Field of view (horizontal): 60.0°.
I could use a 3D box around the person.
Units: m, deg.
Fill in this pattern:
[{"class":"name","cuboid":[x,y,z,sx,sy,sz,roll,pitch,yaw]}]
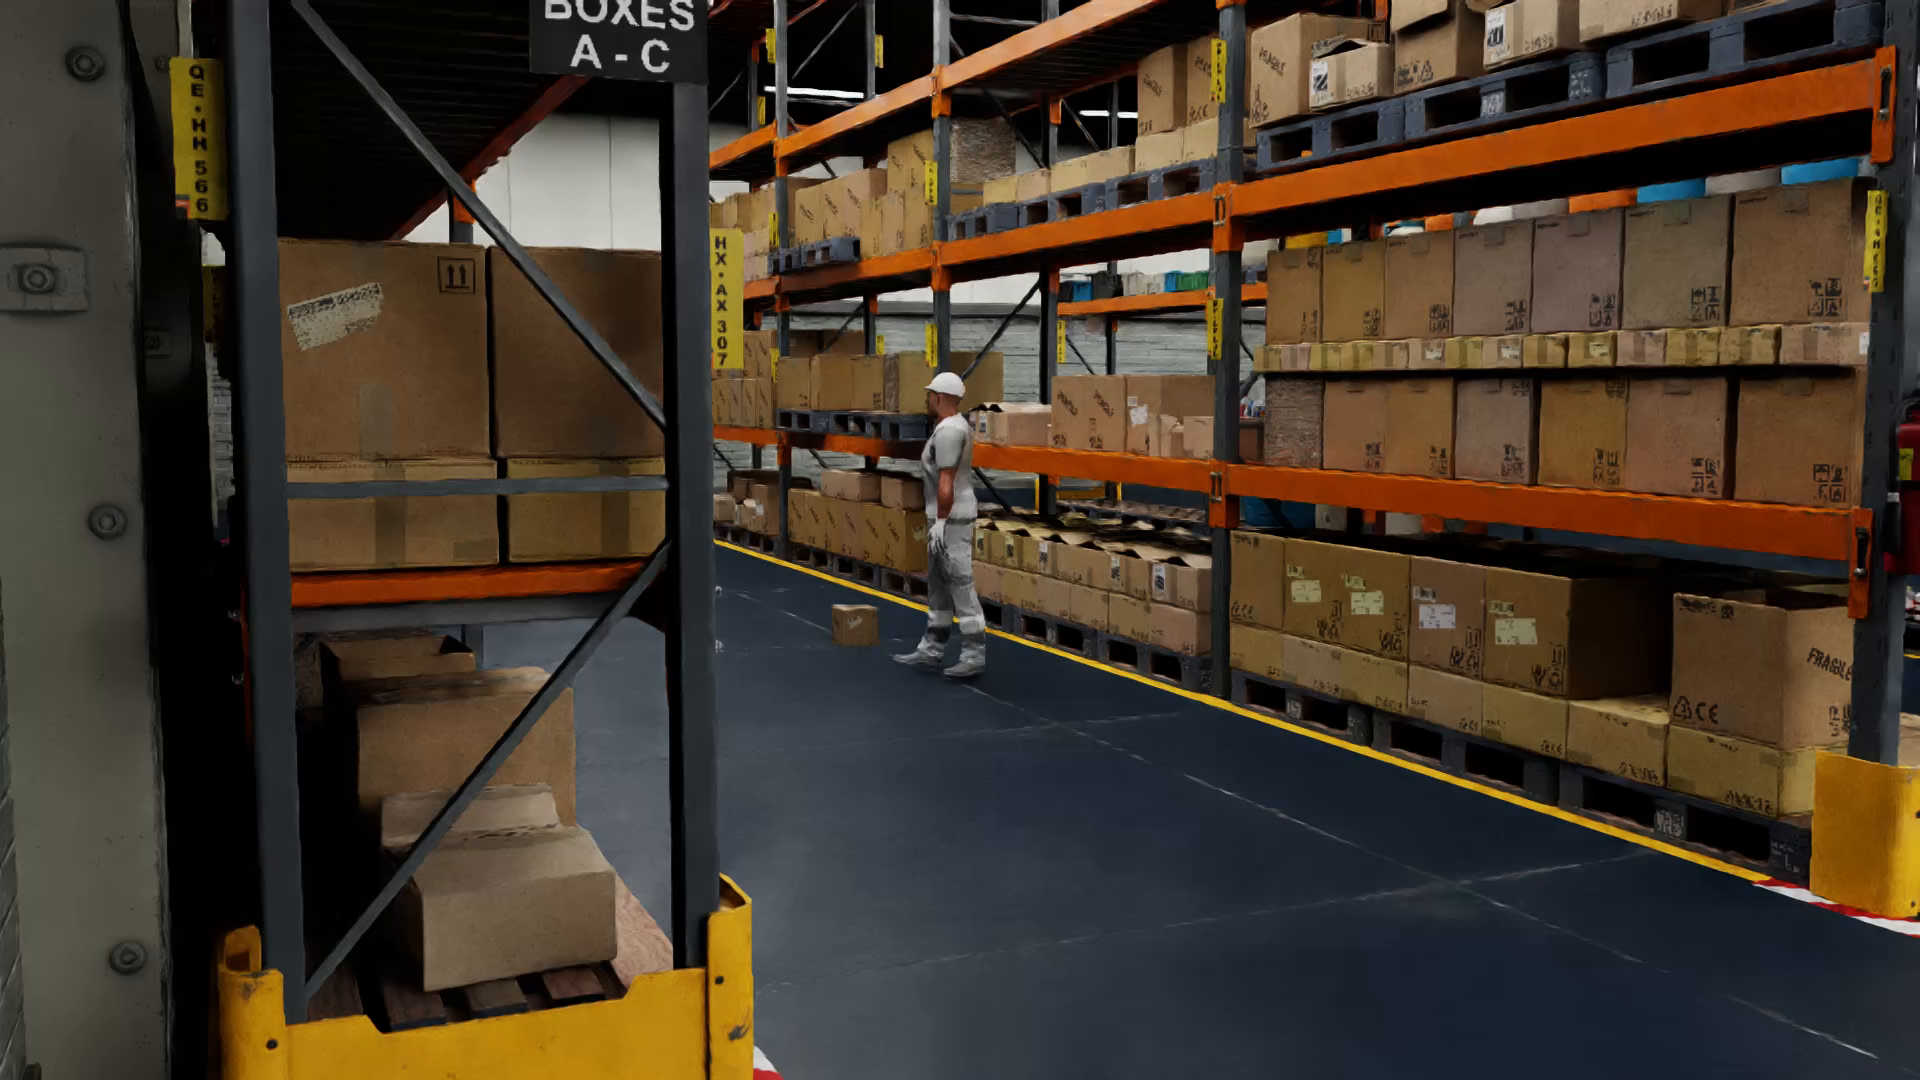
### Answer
[{"class":"person","cuboid":[-0.128,-0.103,9.899,0.569,1.786,0.663,0,5,0]}]
